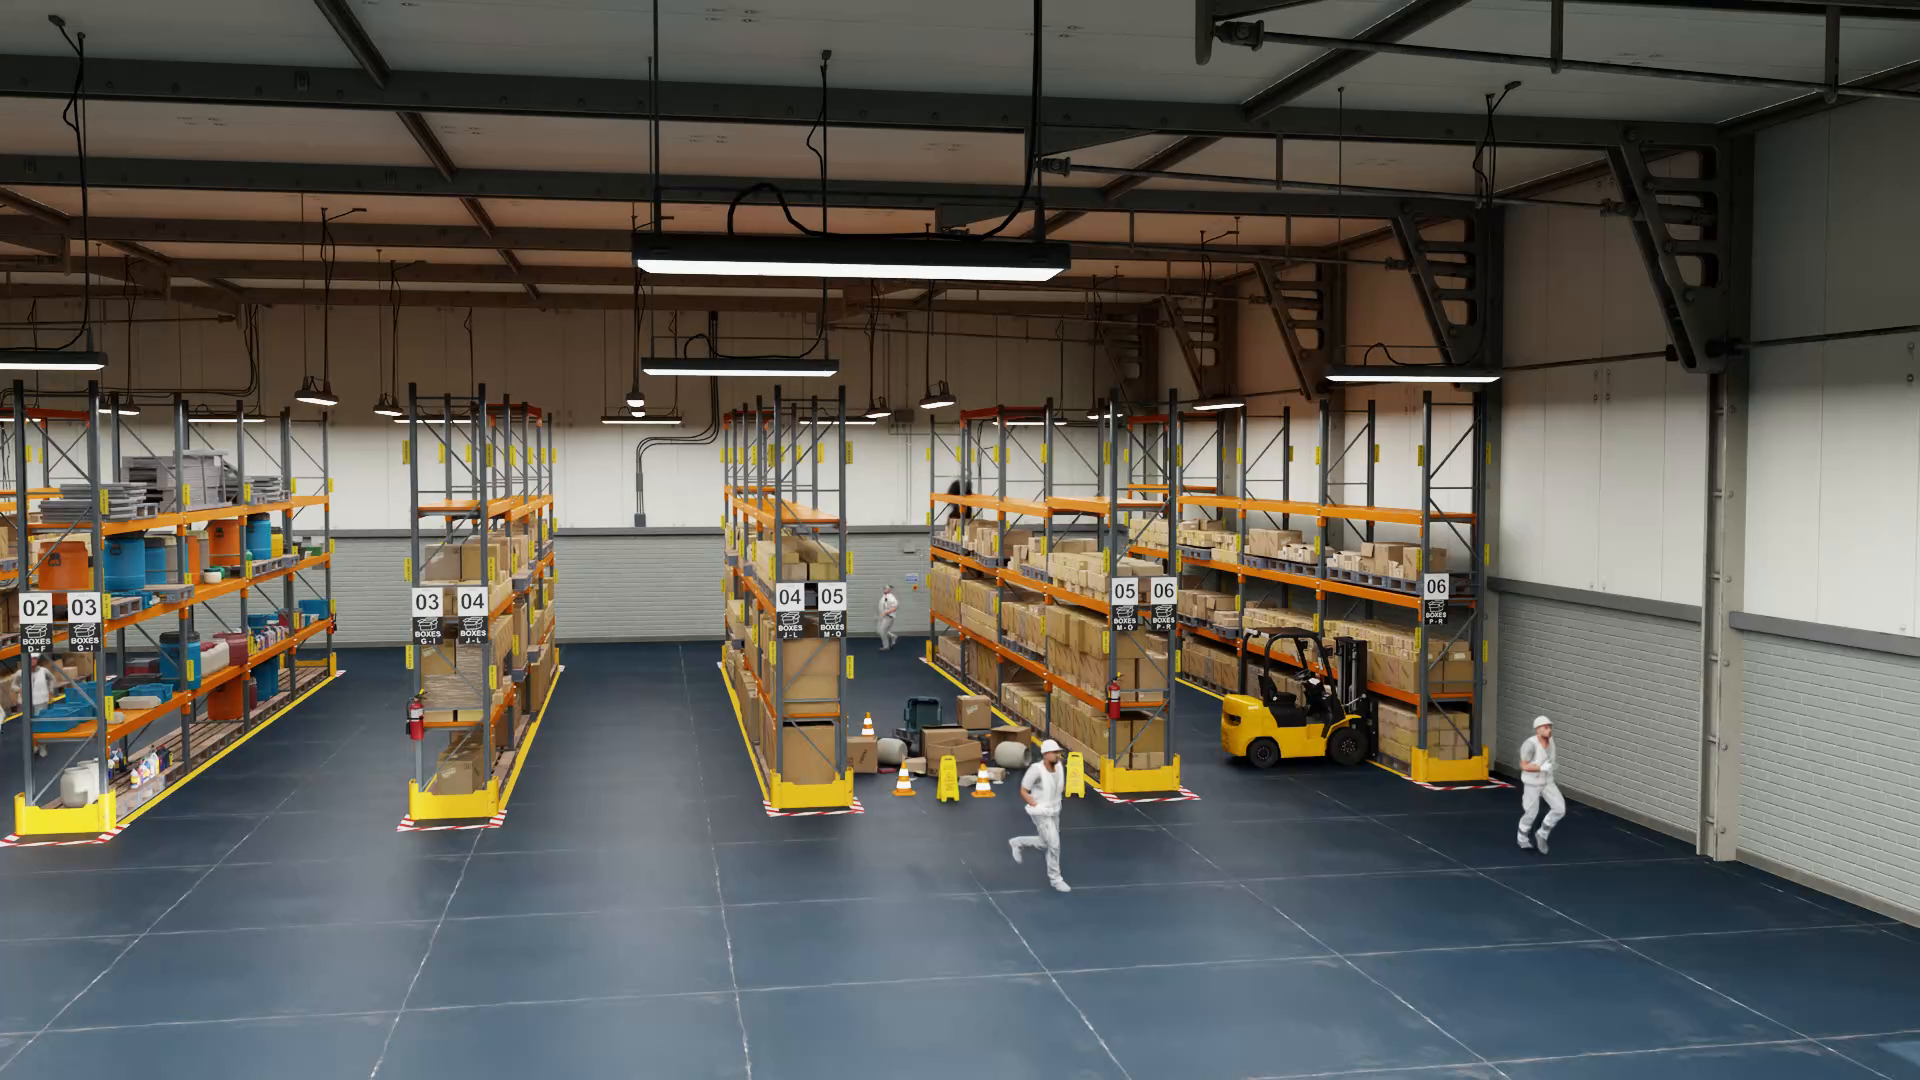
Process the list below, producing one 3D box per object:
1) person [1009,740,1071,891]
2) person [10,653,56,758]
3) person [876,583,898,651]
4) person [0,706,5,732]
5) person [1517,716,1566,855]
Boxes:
[{"bbox_3d":[0.917,3.174,19.343,0.869,1.759,0.696,2,4,37],"label":"person"},{"bbox_3d":[-15.386,2.728,27.601,0.644,1.794,0.737,-1,3,-22],"label":"person"},{"bbox_3d":[-1.846,1.971,42.726,0.629,1.725,0.663,-2,3,-31],"label":"person"},{"bbox_3d":[-14.390,2.909,24.317,0.729,1.737,0.627,-1,3,-20],"label":"person"},{"bbox_3d":[7.248,3.049,20.757,0.697,1.744,0.806,-1,3,-22],"label":"person"}]
